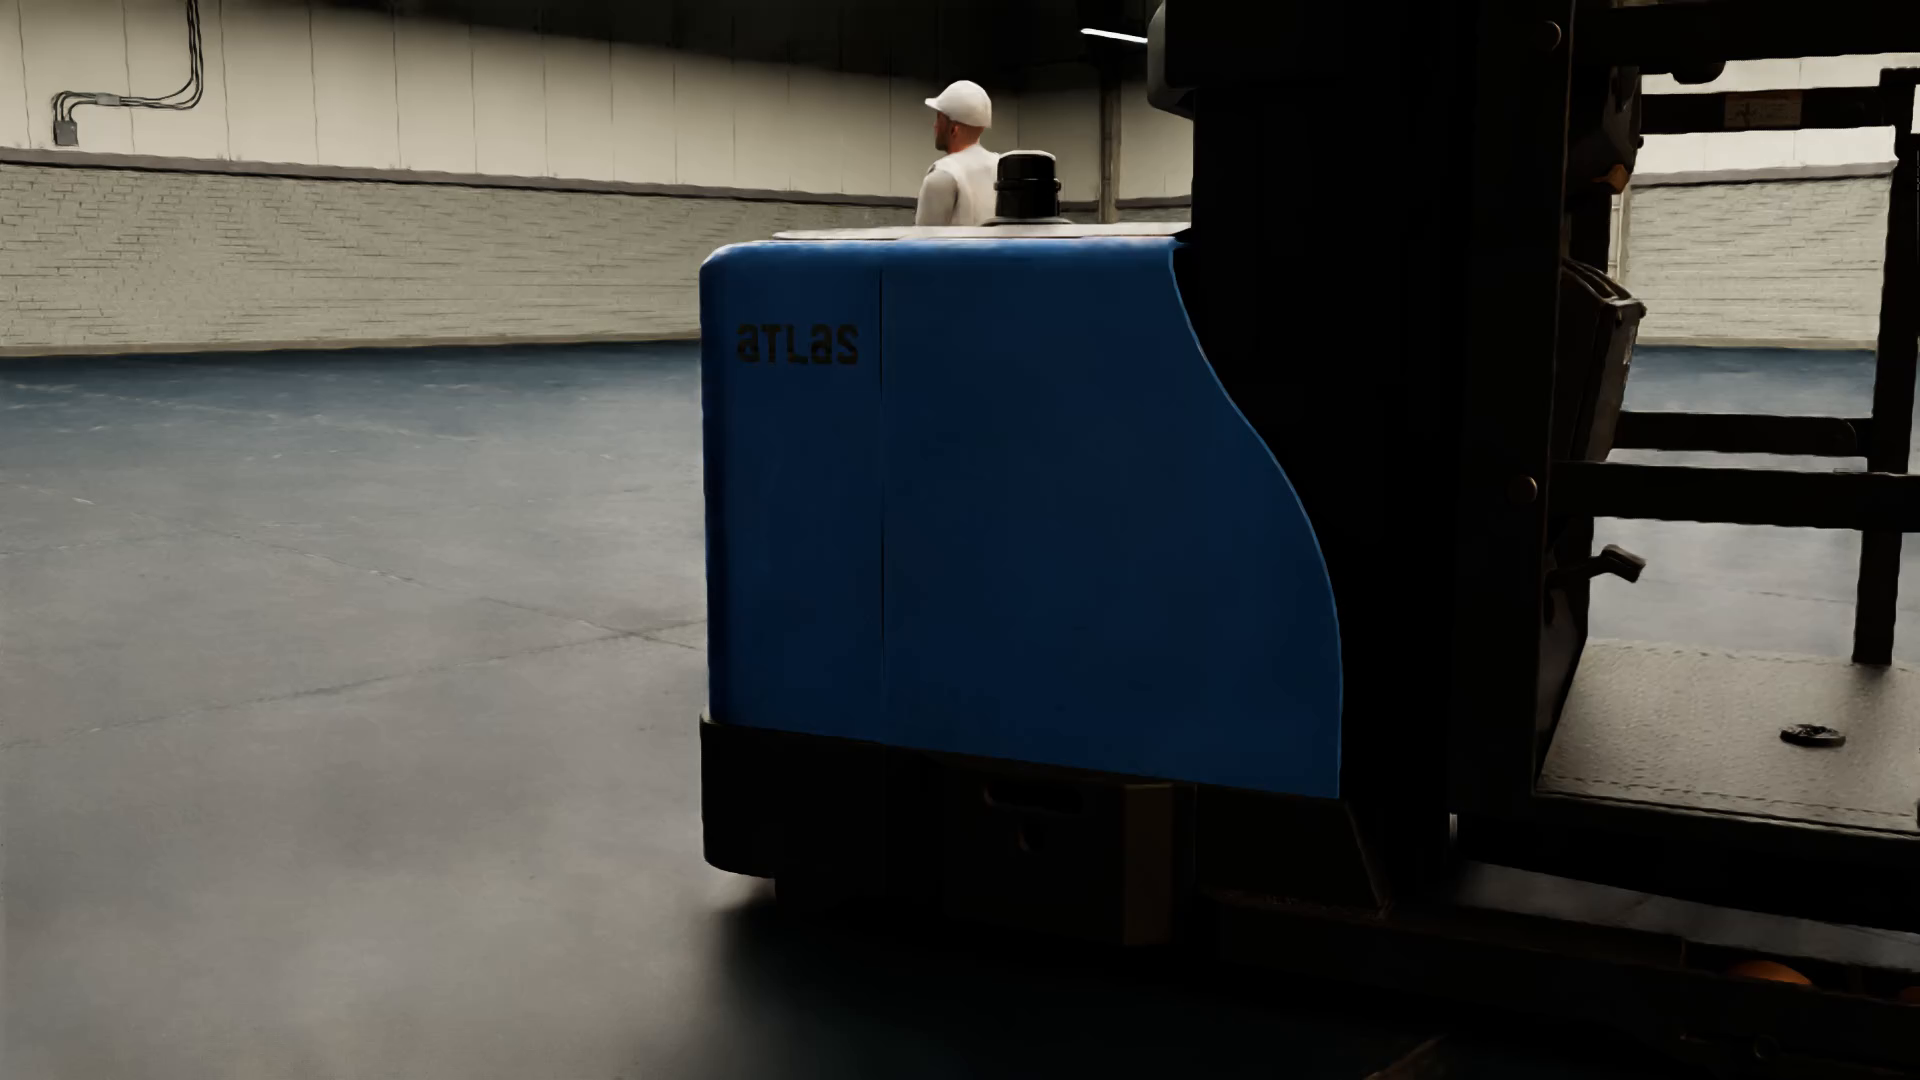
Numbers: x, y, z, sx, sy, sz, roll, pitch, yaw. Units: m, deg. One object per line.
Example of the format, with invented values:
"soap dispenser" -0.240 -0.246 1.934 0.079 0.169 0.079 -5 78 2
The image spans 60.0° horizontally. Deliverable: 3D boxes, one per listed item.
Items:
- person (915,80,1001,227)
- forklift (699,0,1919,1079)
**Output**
"person" -0.050 -0.901 6.646 0.563 1.787 0.637 8 12 43
"forklift" 1.136 -0.829 2.376 3.031 2.935 1.130 4 9 24
